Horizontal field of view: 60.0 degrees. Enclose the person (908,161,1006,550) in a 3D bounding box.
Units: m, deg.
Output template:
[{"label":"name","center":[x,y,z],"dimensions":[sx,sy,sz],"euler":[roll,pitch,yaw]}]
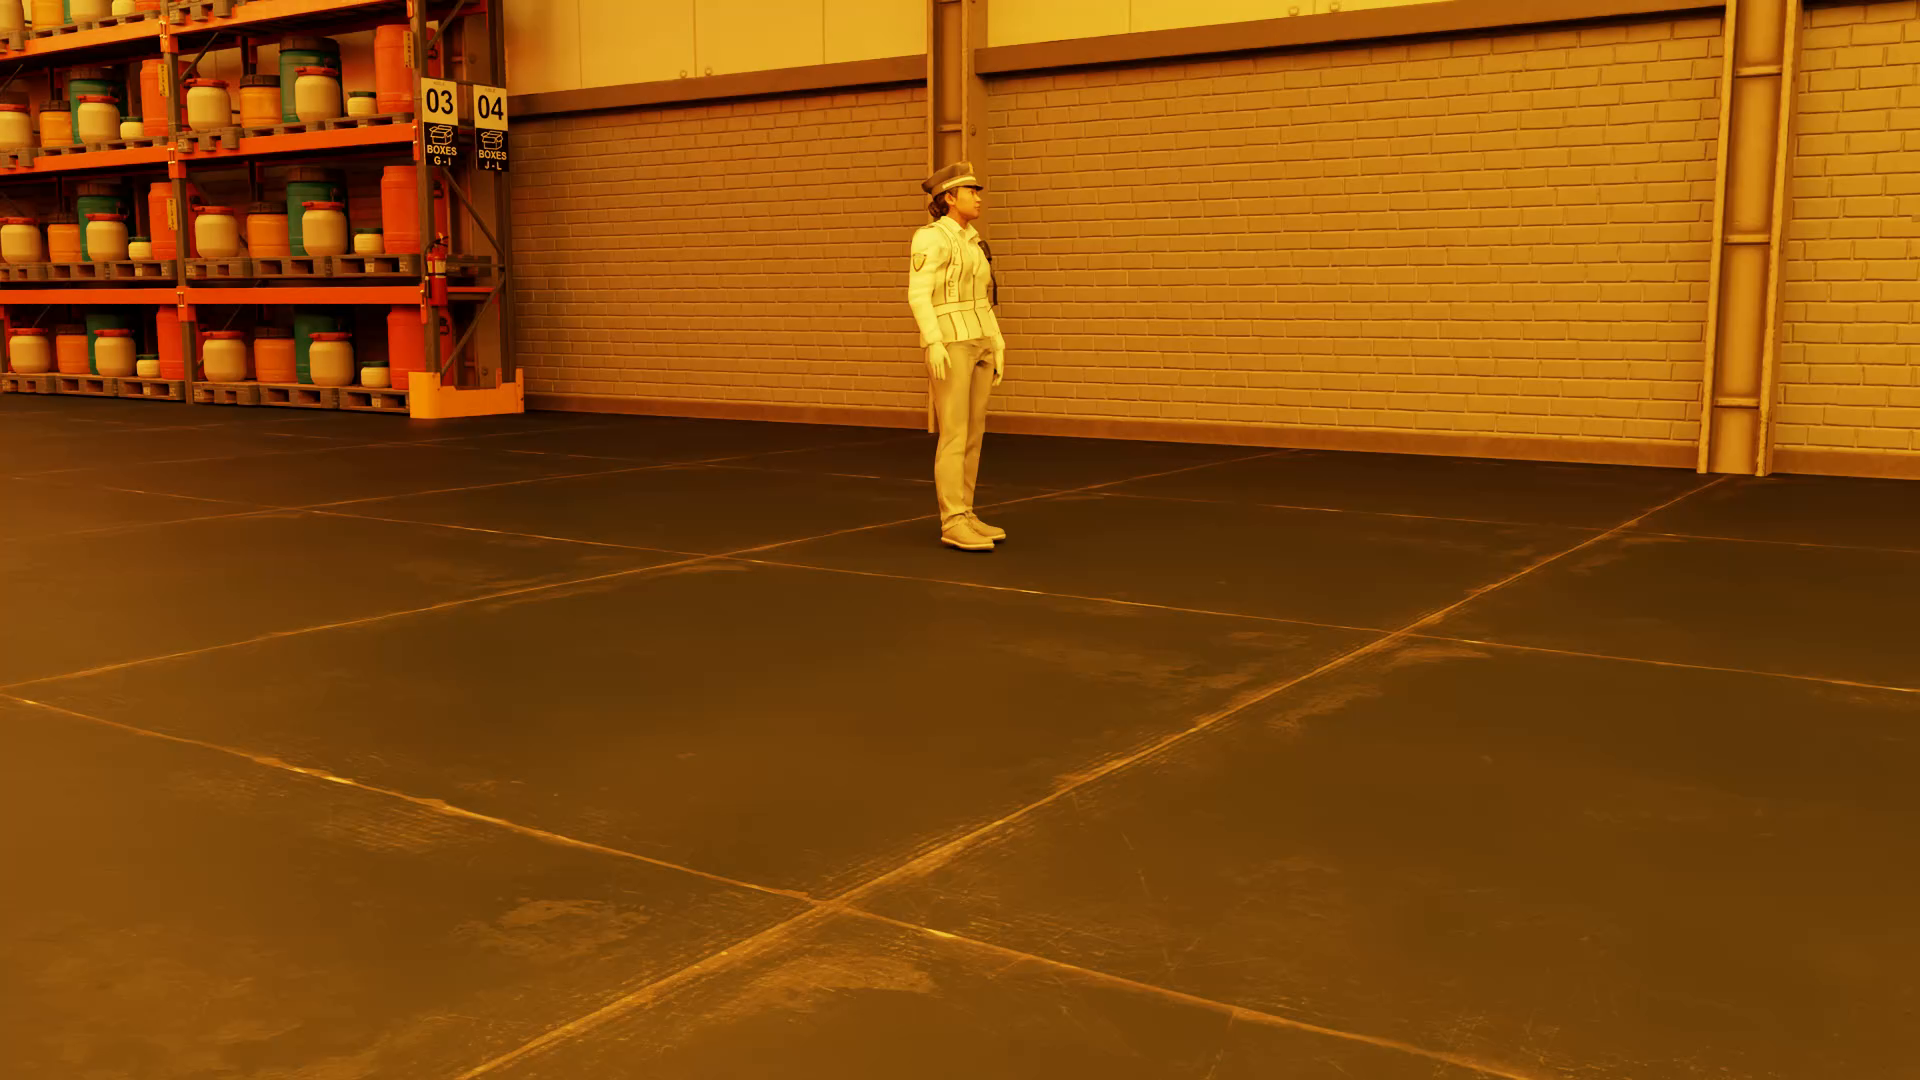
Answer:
[{"label":"person","center":[0.053,-0.840,7.439],"dimensions":[0.530,1.694,0.587],"euler":[5,10,34]}]
